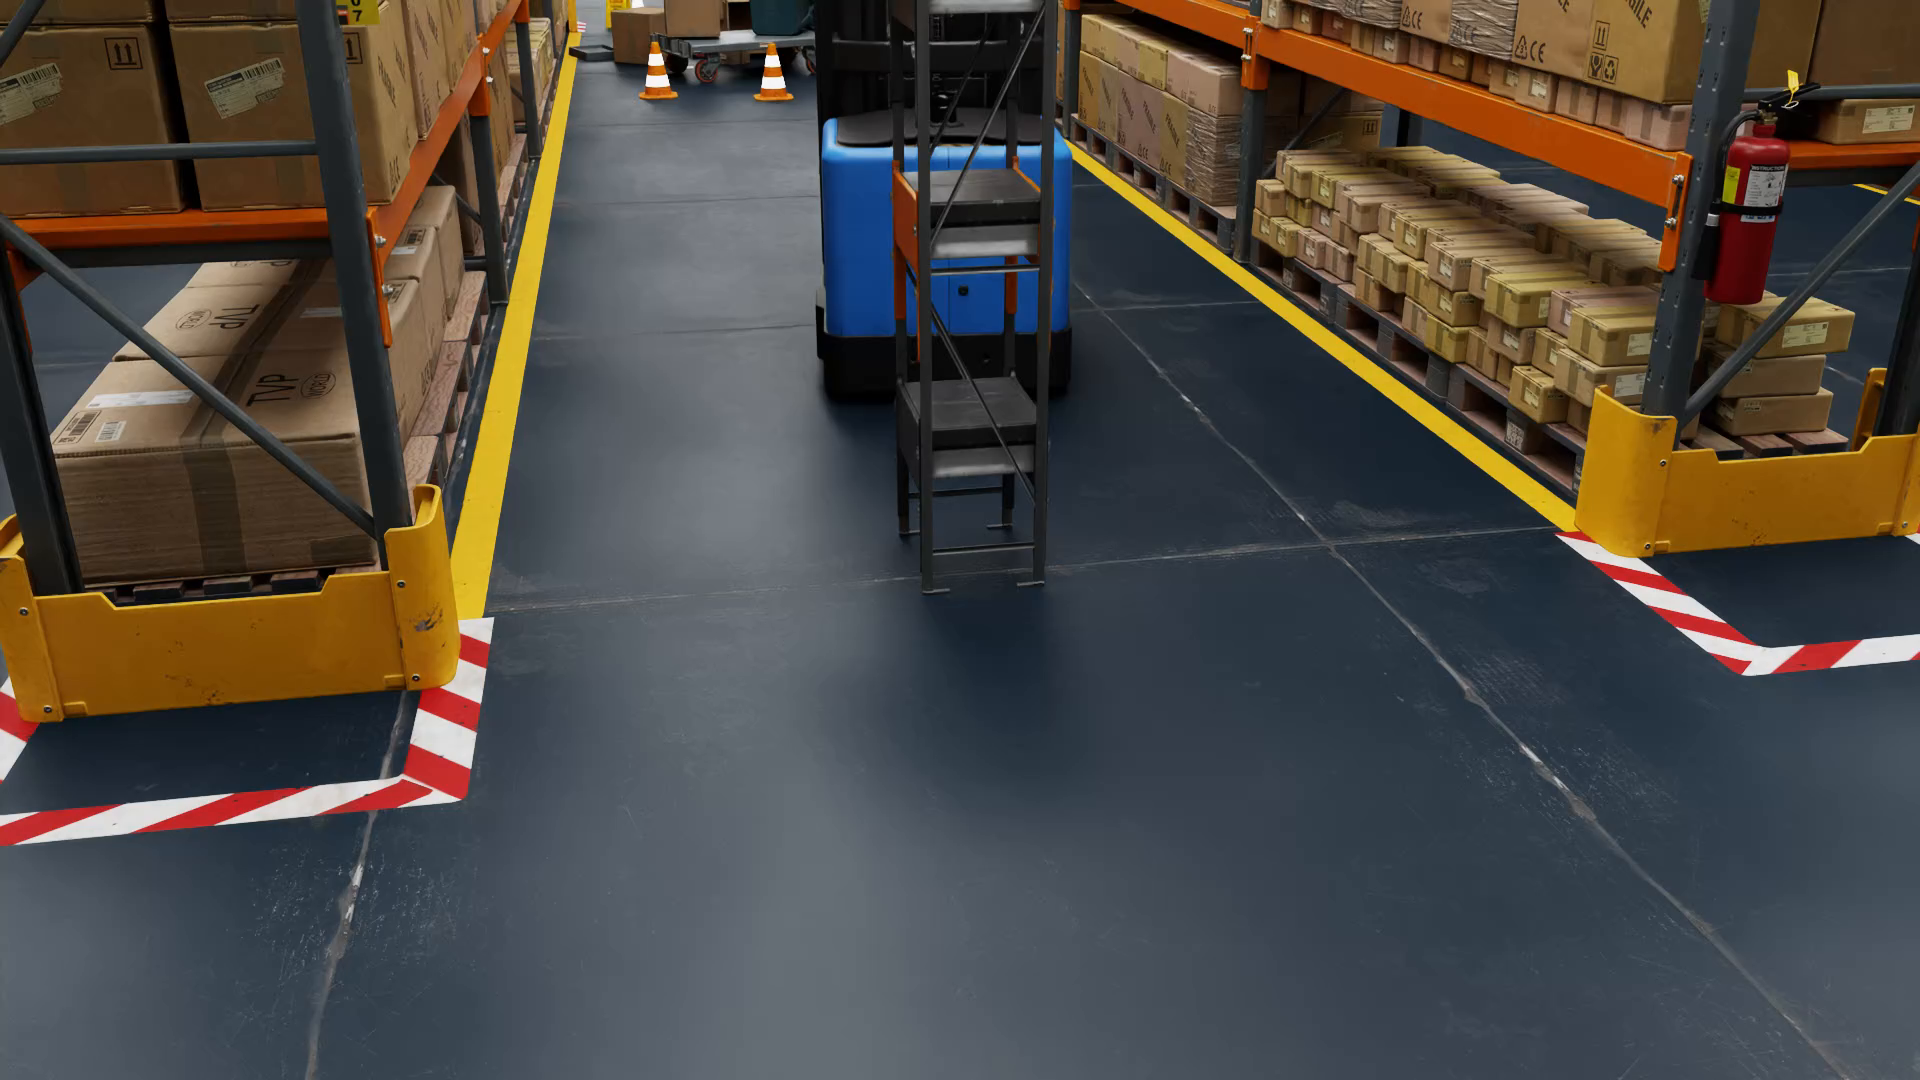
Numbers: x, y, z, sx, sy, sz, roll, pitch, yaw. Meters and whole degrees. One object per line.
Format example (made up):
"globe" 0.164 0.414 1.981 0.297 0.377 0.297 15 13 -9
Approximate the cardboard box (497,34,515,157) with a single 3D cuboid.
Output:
"cardboard box" -3.503 -3.072 11.166 0.875 0.875 0.875 -5 24 -10

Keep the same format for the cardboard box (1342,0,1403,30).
"cardboard box" 2.037 -2.538 7.316 0.500 0.500 0.500 -5 24 -11

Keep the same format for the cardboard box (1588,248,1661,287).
"cardboard box" 2.796 -1.080 6.769 0.380 0.149 0.250 -5 24 -12

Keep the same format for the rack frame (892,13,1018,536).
"rack frame" -0.015 -0.993 5.400 0.400 2.100 0.015 -4 24 -10

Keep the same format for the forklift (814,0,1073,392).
"forklift" -0.142 -2.517 7.851 1.130 2.935 3.031 -2 24 -3

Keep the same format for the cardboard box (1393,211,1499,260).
"cardboard box" 2.161 -1.355 7.399 0.380 0.149 0.250 -4 24 -9

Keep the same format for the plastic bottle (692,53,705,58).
"plastic bottle" -2.684 -5.004 17.132 0.133 0.061 0.283 0 24 -1

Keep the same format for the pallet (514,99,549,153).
"pallet" -3.692 -3.161 12.724 1.003 0.211 1.213 -4 24 -10

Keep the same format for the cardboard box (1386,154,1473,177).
"cardboard box" 2.445 -1.904 8.657 0.380 0.149 0.250 -4 24 -9

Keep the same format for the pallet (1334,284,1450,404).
"pallet" 2.425 -0.944 7.647 1.003 0.211 1.213 -4 24 -10

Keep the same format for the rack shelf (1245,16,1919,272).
"rack shelf" 2.407 -1.848 7.132 1.077 0.370 4.000 -4 24 -10

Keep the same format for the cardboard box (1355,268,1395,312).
"cardboard box" 2.068 -1.176 7.731 0.380 0.149 0.250 -5 24 -11

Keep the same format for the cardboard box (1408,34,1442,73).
"cardboard box" 2.154 -2.097 7.117 0.380 0.149 0.250 -3 24 -8

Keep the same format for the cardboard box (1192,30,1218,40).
"cardboard box" 1.864 -3.279 11.173 0.500 0.250 0.500 -4 24 -9

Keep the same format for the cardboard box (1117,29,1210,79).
"cardboard box" 1.359 -3.244 11.091 0.500 0.250 0.500 -4 24 -9

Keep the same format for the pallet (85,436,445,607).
"pallet" -2.294 -0.015 5.522 1.003 0.211 1.213 -4 24 -10

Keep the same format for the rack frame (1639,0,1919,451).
"rack frame" 2.777 -1.391 5.186 1.000 3.000 0.127 -4 24 -10

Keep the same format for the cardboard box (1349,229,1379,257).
"cardboard box" 2.080 -1.418 7.914 0.380 0.149 0.250 -3 24 -7

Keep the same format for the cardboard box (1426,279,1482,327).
"cardboard box" 2.192 -1.006 6.972 0.380 0.149 0.250 -4 24 -9

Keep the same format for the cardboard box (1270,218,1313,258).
"cardboard box" 1.838 -1.578 8.653 0.380 0.149 0.250 -4 24 -8

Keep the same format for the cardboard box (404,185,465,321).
"cardboard box" -2.799 -1.321 7.704 0.875 0.438 0.875 -5 24 -11

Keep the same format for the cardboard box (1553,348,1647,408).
"cardboard box" 2.398 -0.599 6.040 0.380 0.149 0.250 -5 24 -11

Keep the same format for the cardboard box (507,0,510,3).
"cardboard box" -2.891 -3.285 9.712 0.500 0.250 0.500 -5 24 -11

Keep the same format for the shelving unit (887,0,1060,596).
"shelving unit" 0.031 -0.897 5.181 0.431 2.100 0.503 -4 24 -10

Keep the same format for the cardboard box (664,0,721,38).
"cardboard box" -2.545 -5.050 15.741 0.500 0.500 0.500 -4 24 -10

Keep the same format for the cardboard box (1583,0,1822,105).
"cardboard box" 2.440 -1.731 5.468 0.500 0.500 0.500 -4 24 -9

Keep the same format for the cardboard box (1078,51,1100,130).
"cardboard box" 1.177 -3.287 12.127 0.500 0.500 0.500 -5 24 -12

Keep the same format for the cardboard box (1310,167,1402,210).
"cardboard box" 1.985 -1.763 8.333 0.380 0.149 0.250 -5 24 -10

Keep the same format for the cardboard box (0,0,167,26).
"cardboard box" -2.393 -1.661 4.430 0.500 0.500 0.500 -4 24 -8

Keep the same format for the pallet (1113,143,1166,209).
"pallet" 1.662 -2.473 11.149 1.003 0.211 1.213 -4 24 -10

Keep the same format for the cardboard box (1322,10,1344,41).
"cardboard box" 1.989 -2.516 8.077 0.380 0.149 0.250 -5 24 -12

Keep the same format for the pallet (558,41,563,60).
"pallet" -4.676 -5.169 17.322 1.003 0.211 1.213 -4 24 -10

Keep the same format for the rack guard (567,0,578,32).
"rack guard" -5.014 -6.103 19.098 1.175 0.500 0.348 -4 24 -10

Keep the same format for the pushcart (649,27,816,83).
"pushcart" -2.057 -4.691 16.020 1.648 0.377 0.936 -13 27 -28

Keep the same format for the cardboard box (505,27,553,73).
"cardboard box" -4.053 -4.204 14.387 0.950 0.372 0.625 -3 24 -6

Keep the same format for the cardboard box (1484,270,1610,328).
"cardboard box" 2.267 -0.934 6.435 0.380 0.149 0.250 -5 24 -11

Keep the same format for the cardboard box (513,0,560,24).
"cardboard box" -4.132 -5.233 15.957 0.500 0.500 0.500 -3 24 -7

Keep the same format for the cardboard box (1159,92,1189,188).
"cardboard box" 1.558 -2.485 10.291 0.500 0.500 0.500 -5 24 -11

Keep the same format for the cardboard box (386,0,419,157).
"cardboard box" -1.997 -1.437 5.168 0.500 0.500 0.500 -5 24 -11

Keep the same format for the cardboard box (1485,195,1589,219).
"cardboard box" 2.672 -1.494 7.718 0.380 0.149 0.250 -5 24 -12

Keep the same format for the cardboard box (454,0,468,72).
"cardboard box" -2.372 -2.238 7.002 0.500 0.500 0.500 -5 24 -11

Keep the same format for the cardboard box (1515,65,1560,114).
"cardboard box" 2.298 -1.680 6.162 0.380 0.149 0.250 -4 24 -8

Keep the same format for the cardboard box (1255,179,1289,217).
"cardboard box" 1.789 -1.820 8.835 0.380 0.149 0.250 -3 24 -7

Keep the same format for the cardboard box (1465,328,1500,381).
"cardboard box" 2.304 -0.768 6.799 0.380 0.149 0.250 -4 24 -9

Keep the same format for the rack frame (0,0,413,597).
"rack frame" -2.069 -0.985 4.257 1.000 3.000 0.127 -4 24 -10

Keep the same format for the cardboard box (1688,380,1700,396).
"cardboard box" 2.865 -0.603 6.421 0.380 0.149 0.250 -4 24 -10

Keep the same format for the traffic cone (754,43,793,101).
"traffic cone" -1.647 -4.118 14.600 0.336 0.463 0.334 -4 24 -10

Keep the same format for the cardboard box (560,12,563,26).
"cardboard box" -4.343 -5.307 17.063 0.500 0.250 0.500 -5 24 -10

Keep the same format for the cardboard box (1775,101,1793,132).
"cardboard box" 2.951 -1.524 5.806 0.380 0.149 0.250 -3 24 -8

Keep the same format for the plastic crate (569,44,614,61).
"plastic crate" -3.773 -5.045 17.201 0.402 0.080 0.583 -13 27 -28
